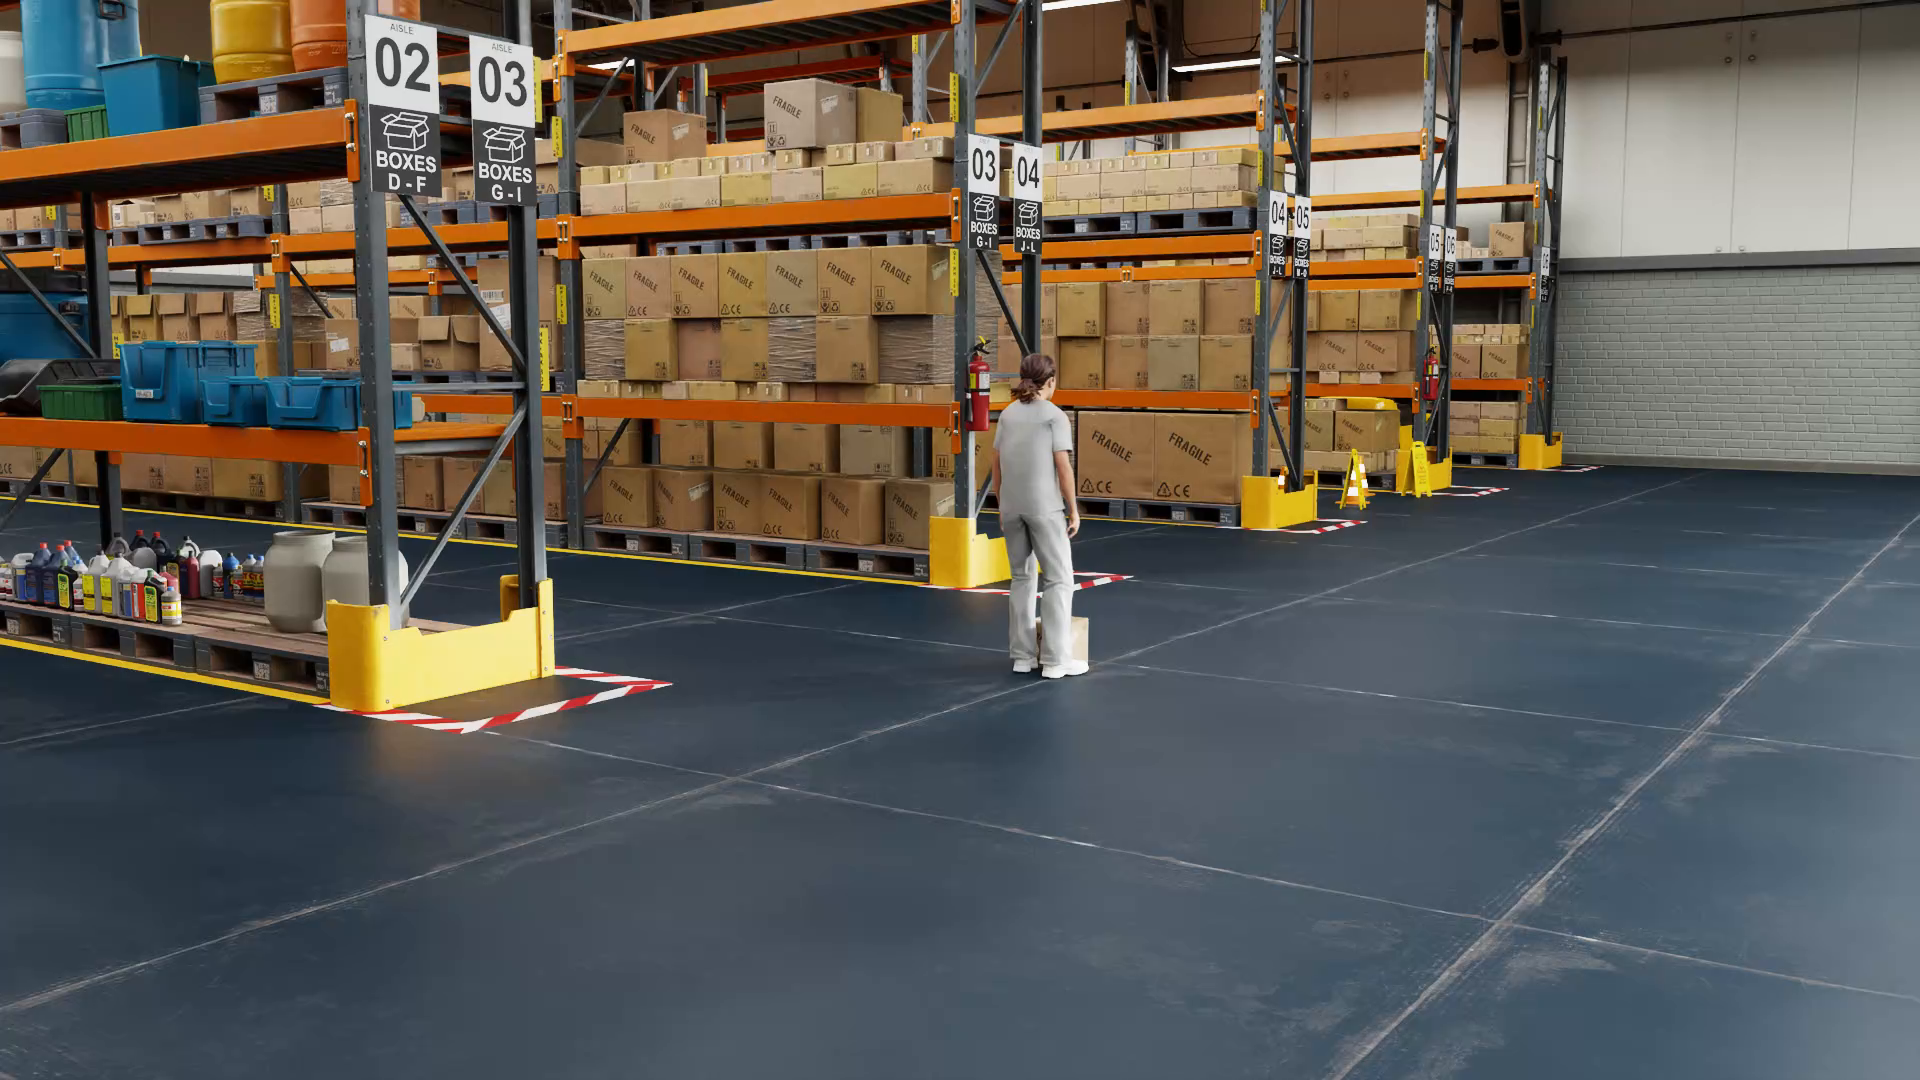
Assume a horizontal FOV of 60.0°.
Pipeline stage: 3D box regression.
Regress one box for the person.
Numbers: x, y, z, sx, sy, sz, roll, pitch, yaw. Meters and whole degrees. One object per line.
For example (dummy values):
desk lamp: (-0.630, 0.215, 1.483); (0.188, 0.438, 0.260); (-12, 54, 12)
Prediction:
person: (0.407, -0.136, 8.681); (0.486, 1.673, 0.406); (4, 8, 34)
